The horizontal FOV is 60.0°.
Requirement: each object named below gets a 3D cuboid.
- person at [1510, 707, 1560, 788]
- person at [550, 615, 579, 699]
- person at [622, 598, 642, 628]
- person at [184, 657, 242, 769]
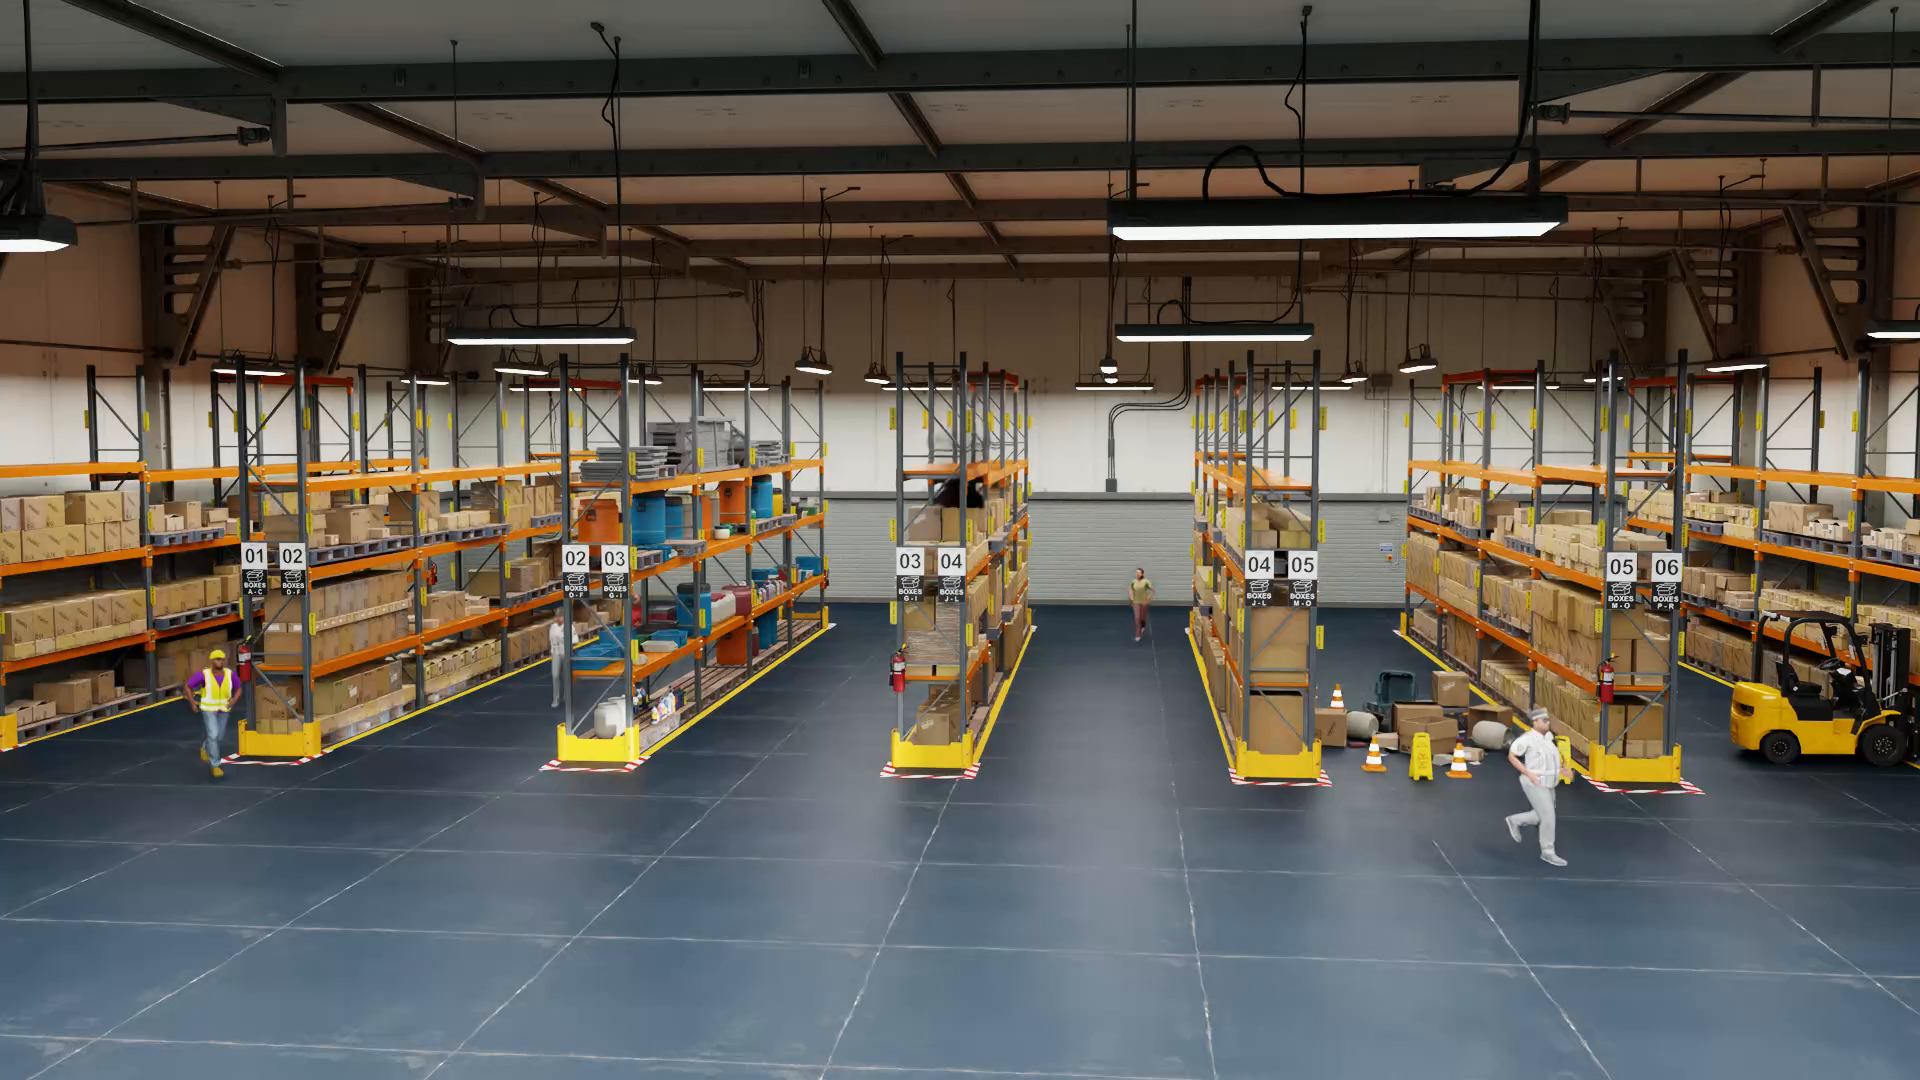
[{"bbox_3d":[6.613,2.351,18.991,0.629,0.900,0.436,-3,5,-40],"label":"person"},{"bbox_3d":[-7.023,2.014,29.509,0.585,1.557,0.644,0,4,2],"label":"person"},{"bbox_3d":[-6.191,1.429,31.764,0.621,0.676,0.456,0,4,5],"label":"person"},{"bbox_3d":[-10.712,2.422,23.879,0.745,1.629,0.755,-4,6,-45],"label":"person"}]
